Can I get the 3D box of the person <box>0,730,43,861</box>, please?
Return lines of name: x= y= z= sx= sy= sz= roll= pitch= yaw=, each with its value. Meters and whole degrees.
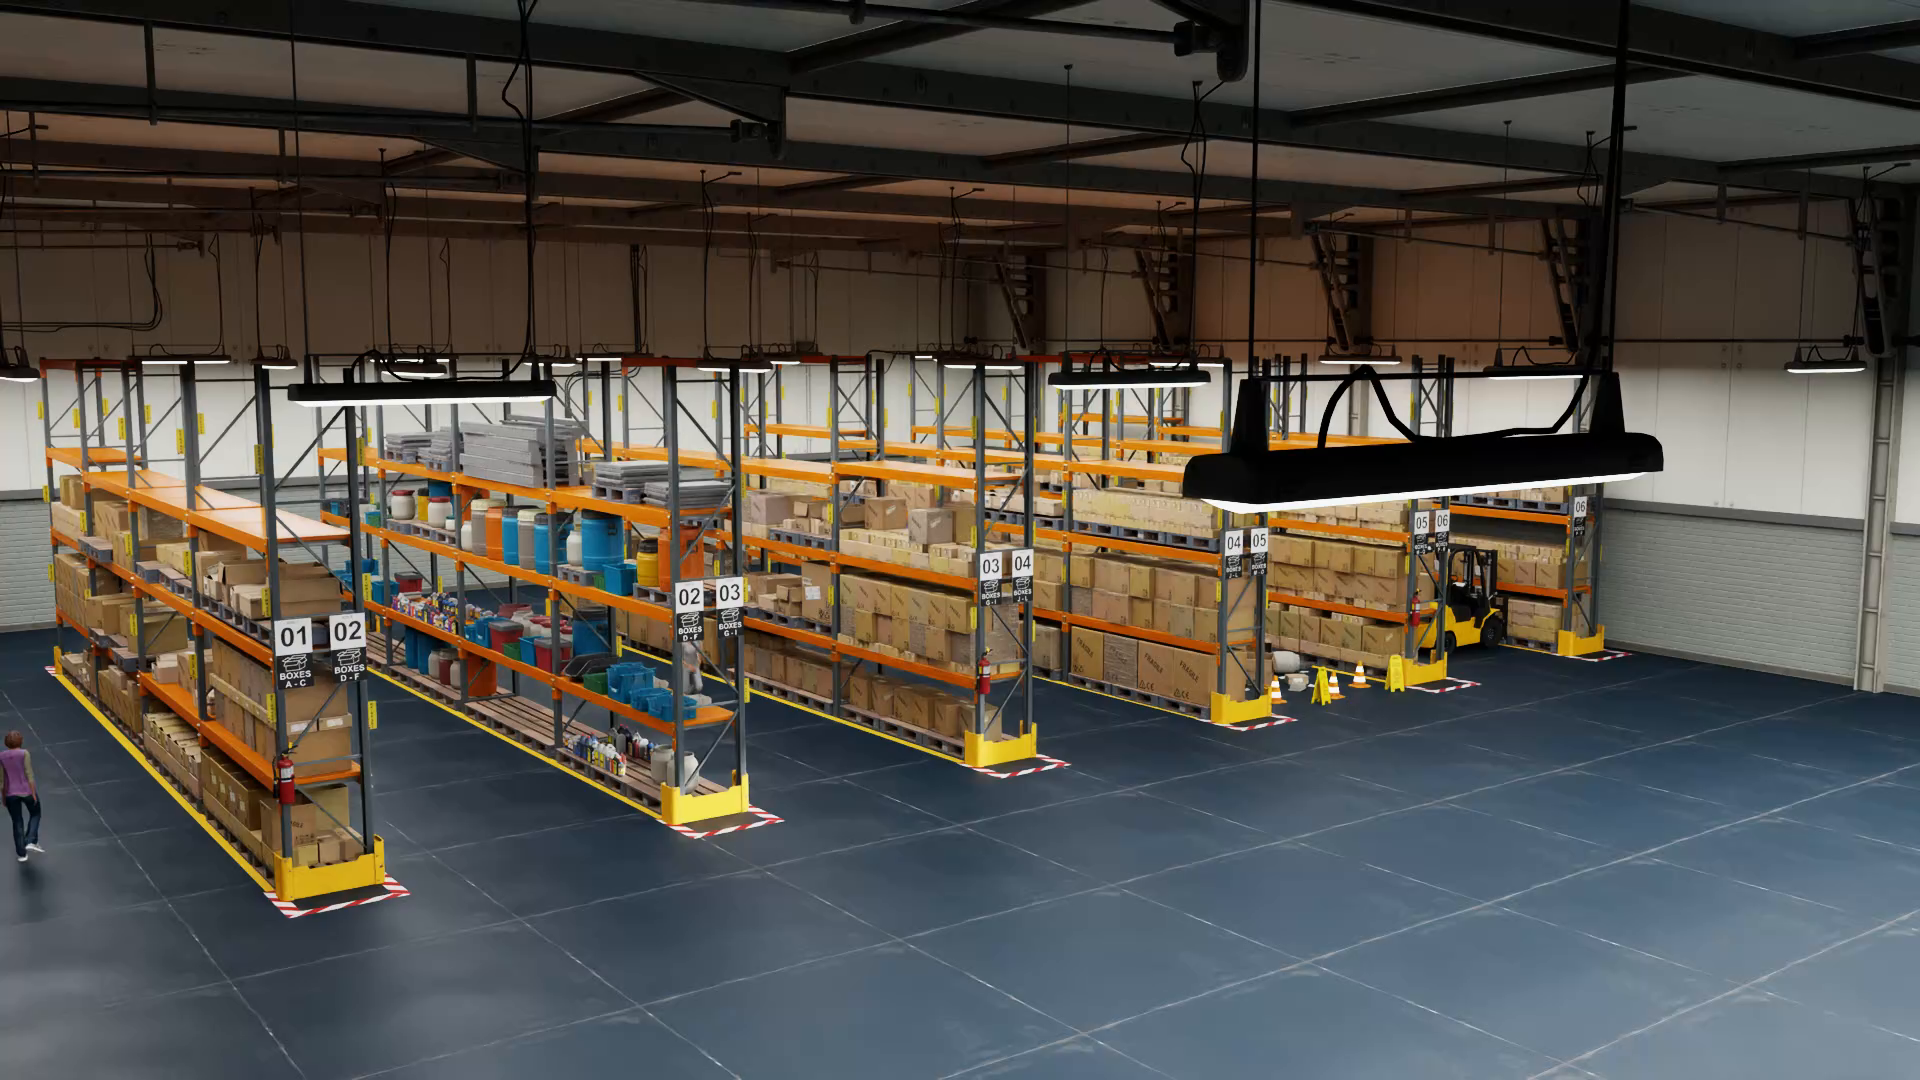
person: x=-11.458 y=3.106 z=20.240 sx=0.429 sy=1.583 sz=0.439 roll=-3 pitch=7 yaw=-21

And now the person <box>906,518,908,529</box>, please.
person: x=-1.372 y=0.158 z=44.671 sx=0.504 sy=1.686 sz=0.443 roll=-4 pitch=8 yaw=-28

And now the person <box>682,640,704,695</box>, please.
person: x=-4.576 y=2.168 z=28.168 sx=0.551 sy=1.581 sz=0.760 roll=-3 pitch=8 yaw=-27
